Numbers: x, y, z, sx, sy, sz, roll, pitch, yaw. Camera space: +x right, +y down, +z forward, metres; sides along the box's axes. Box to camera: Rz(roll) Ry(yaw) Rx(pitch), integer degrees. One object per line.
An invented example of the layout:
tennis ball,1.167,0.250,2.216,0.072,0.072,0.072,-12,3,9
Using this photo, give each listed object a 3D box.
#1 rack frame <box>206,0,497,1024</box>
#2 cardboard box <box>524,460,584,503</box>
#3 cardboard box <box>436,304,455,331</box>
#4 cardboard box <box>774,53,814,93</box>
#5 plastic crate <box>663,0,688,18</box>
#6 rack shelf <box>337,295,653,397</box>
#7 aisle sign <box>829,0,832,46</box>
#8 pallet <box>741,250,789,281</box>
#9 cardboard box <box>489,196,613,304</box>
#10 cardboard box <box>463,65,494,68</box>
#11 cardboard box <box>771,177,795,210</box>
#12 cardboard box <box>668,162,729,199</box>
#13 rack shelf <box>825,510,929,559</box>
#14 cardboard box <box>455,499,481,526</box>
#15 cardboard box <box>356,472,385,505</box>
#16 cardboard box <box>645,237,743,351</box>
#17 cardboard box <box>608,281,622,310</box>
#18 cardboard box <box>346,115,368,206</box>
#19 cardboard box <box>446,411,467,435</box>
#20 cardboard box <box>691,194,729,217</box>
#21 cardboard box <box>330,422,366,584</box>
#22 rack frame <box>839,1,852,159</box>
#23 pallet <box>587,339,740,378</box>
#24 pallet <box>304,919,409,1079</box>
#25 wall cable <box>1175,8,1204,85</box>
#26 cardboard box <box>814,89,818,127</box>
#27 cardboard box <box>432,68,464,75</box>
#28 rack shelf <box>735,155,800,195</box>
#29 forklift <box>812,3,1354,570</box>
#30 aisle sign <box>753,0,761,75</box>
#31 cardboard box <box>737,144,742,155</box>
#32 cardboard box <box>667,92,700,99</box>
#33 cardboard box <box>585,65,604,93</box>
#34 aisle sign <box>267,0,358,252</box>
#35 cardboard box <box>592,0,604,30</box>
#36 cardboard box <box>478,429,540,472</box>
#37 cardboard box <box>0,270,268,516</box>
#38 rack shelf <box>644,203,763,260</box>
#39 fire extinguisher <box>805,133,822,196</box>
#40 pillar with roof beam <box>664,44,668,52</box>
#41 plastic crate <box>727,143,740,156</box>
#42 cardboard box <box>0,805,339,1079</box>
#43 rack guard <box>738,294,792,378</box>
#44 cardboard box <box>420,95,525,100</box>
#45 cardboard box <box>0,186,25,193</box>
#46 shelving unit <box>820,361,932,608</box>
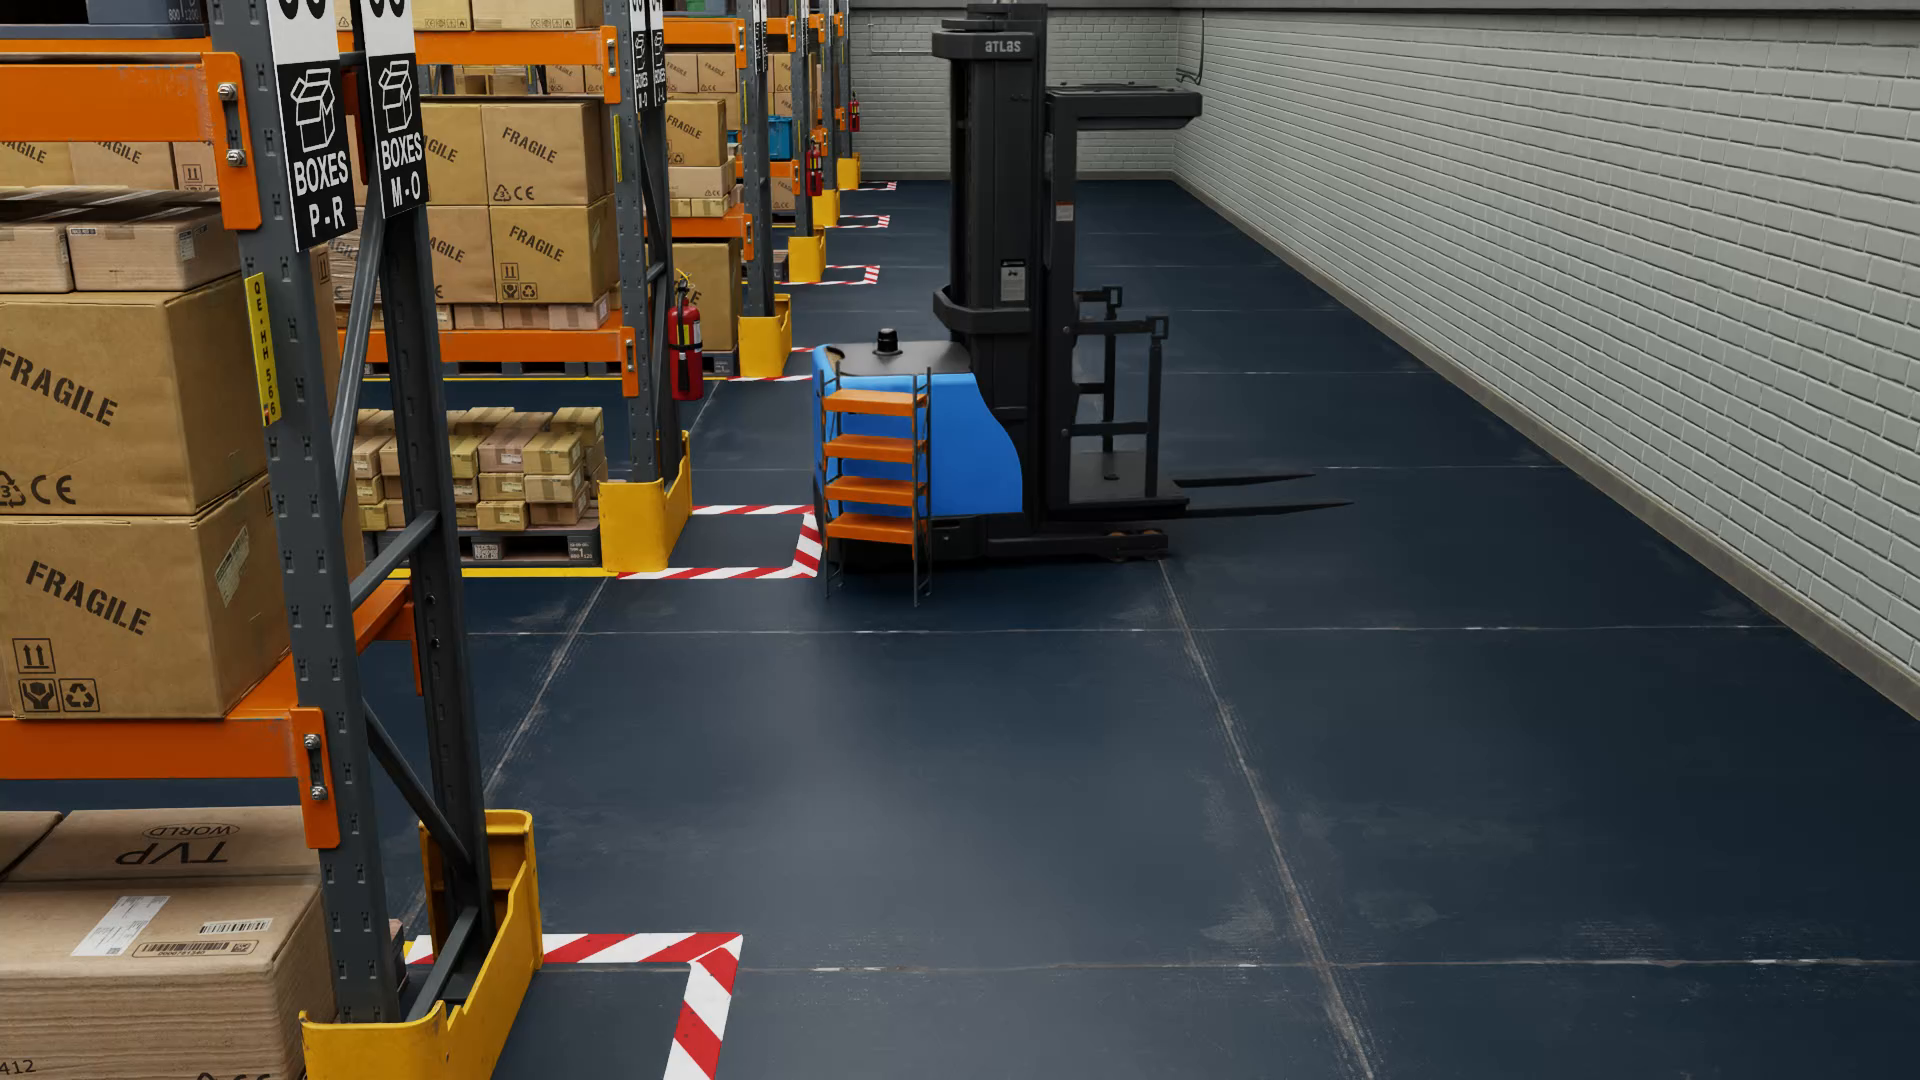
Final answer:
rack frame,-1.525,0.080,4.388,0.127,3.000,1.000,0,18,-1
cardboard box,-2.228,-0.326,9.146,0.250,0.149,0.380,-1,18,-2
cardboard box,-2.781,-1.220,8.852,0.250,0.149,0.380,0,18,1
cardboard box,-2.275,-6.410,22.819,0.500,0.500,0.500,0,18,-1
plastic crate,-3.292,-5.935,18.329,0.767,0.338,0.504,0,18,-1
rack shelf,-3.704,-1.079,9.180,4.000,0.370,1.077,0,18,-1
aisle sign,-1.761,-7.117,22.568,0.004,0.787,0.394,0,18,-1
pallet,-2.585,-3.140,18.990,1.213,0.211,1.003,0,18,-1
cardboard box,-2.150,-1.540,8.787,0.500,0.500,0.500,0,18,0
cardboard box,-7.910,-7.937,27.468,0.500,0.250,0.500,-1,18,-2
cardboard box,-2.374,-4.914,23.327,0.500,0.500,0.500,0,18,-1
cardboard box,-2.162,-2.934,13.541,0.500,0.250,0.500,-1,18,-2
rack shelf,-0.424,-0.030,8.544,0.480,0.148,0.258,5,18,16
cardboard box,-2.749,-0.201,9.242,0.250,0.149,0.380,0,18,-1
cardboard box,-3.265,-0.317,9.116,0.250,0.149,0.380,0,18,0
cardboard box,-2.321,-2.108,13.998,0.875,0.875,0.875,0,18,-1
cardboard box,-2.034,-1.411,9.445,0.250,0.149,0.380,0,18,-1
cardboard box,-3.185,-2.011,8.619,0.500,0.500,0.500,1,18,2
cardboard box,-3.008,-0.632,9.613,0.250,0.149,0.380,-1,18,-4
cardboard box,-2.033,-2.725,13.543,0.250,0.149,0.380,0,18,0
cardboard box,-2.010,-0.053,4.639,0.500,0.500,0.500,0,18,-1
rack frame,-1.916,-7.485,27.972,0.127,3.000,1.000,0,18,-1
pallet,-2.480,-1.591,14.163,1.213,0.211,1.003,0,18,-1
pallet,-2.324,1.435,4.728,1.213,0.211,1.003,0,18,-1
wall cable,3.744,-8.782,27.274,0.112,2.526,3.097,0,18,-1
cardboard box,-2.282,-6.099,23.484,0.500,0.500,0.500,0,18,0
cardboard box,-8.406,-7.572,27.557,0.500,0.500,0.500,0,18,-1
rack shelf,-3.760,-4.108,18.619,4.000,0.370,1.077,0,18,-1
forklift,0.706,-1.427,9.198,3.031,2.935,1.130,-3,18,-9
aisle sign,-1.605,-4.094,13.142,0.004,0.787,0.394,0,18,-1
cardboard box,-3.618,-6.456,28.168,0.500,0.500,0.700,-1,18,-3
cardboard box,-3.800,-5.928,22.953,0.500,0.500,0.500,-1,18,-2
cardboard box,-4.843,-6.396,22.775,0.500,0.500,0.500,-1,18,-3
aisle sign,-1.449,-1.064,3.697,0.004,0.787,0.394,0,18,-1
cardboard box,-2.158,-2.864,8.901,0.500,0.250,0.500,0,18,1
cardboard box,-2.482,-0.494,9.182,0.250,0.149,0.380,0,18,0
cardboard box,-2.004,-0.369,3.986,0.500,0.500,0.500,0,18,1
rack shelf,-3.682,-2.595,13.903,4.000,0.370,1.077,0,18,-1
fire extinguisher,-1.602,-4.107,18.178,0.183,0.674,0.296,0,18,-1
pillar with roof beam,-5.162,-9.276,23.730,0.400,9.000,9.100,0,18,-1
plastic crate,-2.573,-4.303,18.386,0.243,0.136,0.396,0,18,-1
cardboard box,-2.184,1.133,4.610,0.875,0.438,0.875,-1,18,-3
rack guard,-1.658,-1.757,14.206,0.348,0.500,1.175,0,18,-1
cardboard box,-2.662,-2.172,9.119,0.500,0.500,0.500,0,18,1
cardboard box,-2.670,-0.840,4.392,0.250,0.149,0.380,-1,18,-3
shelving unit,-0.423,-0.284,8.465,0.503,1.200,0.258,5,18,16
